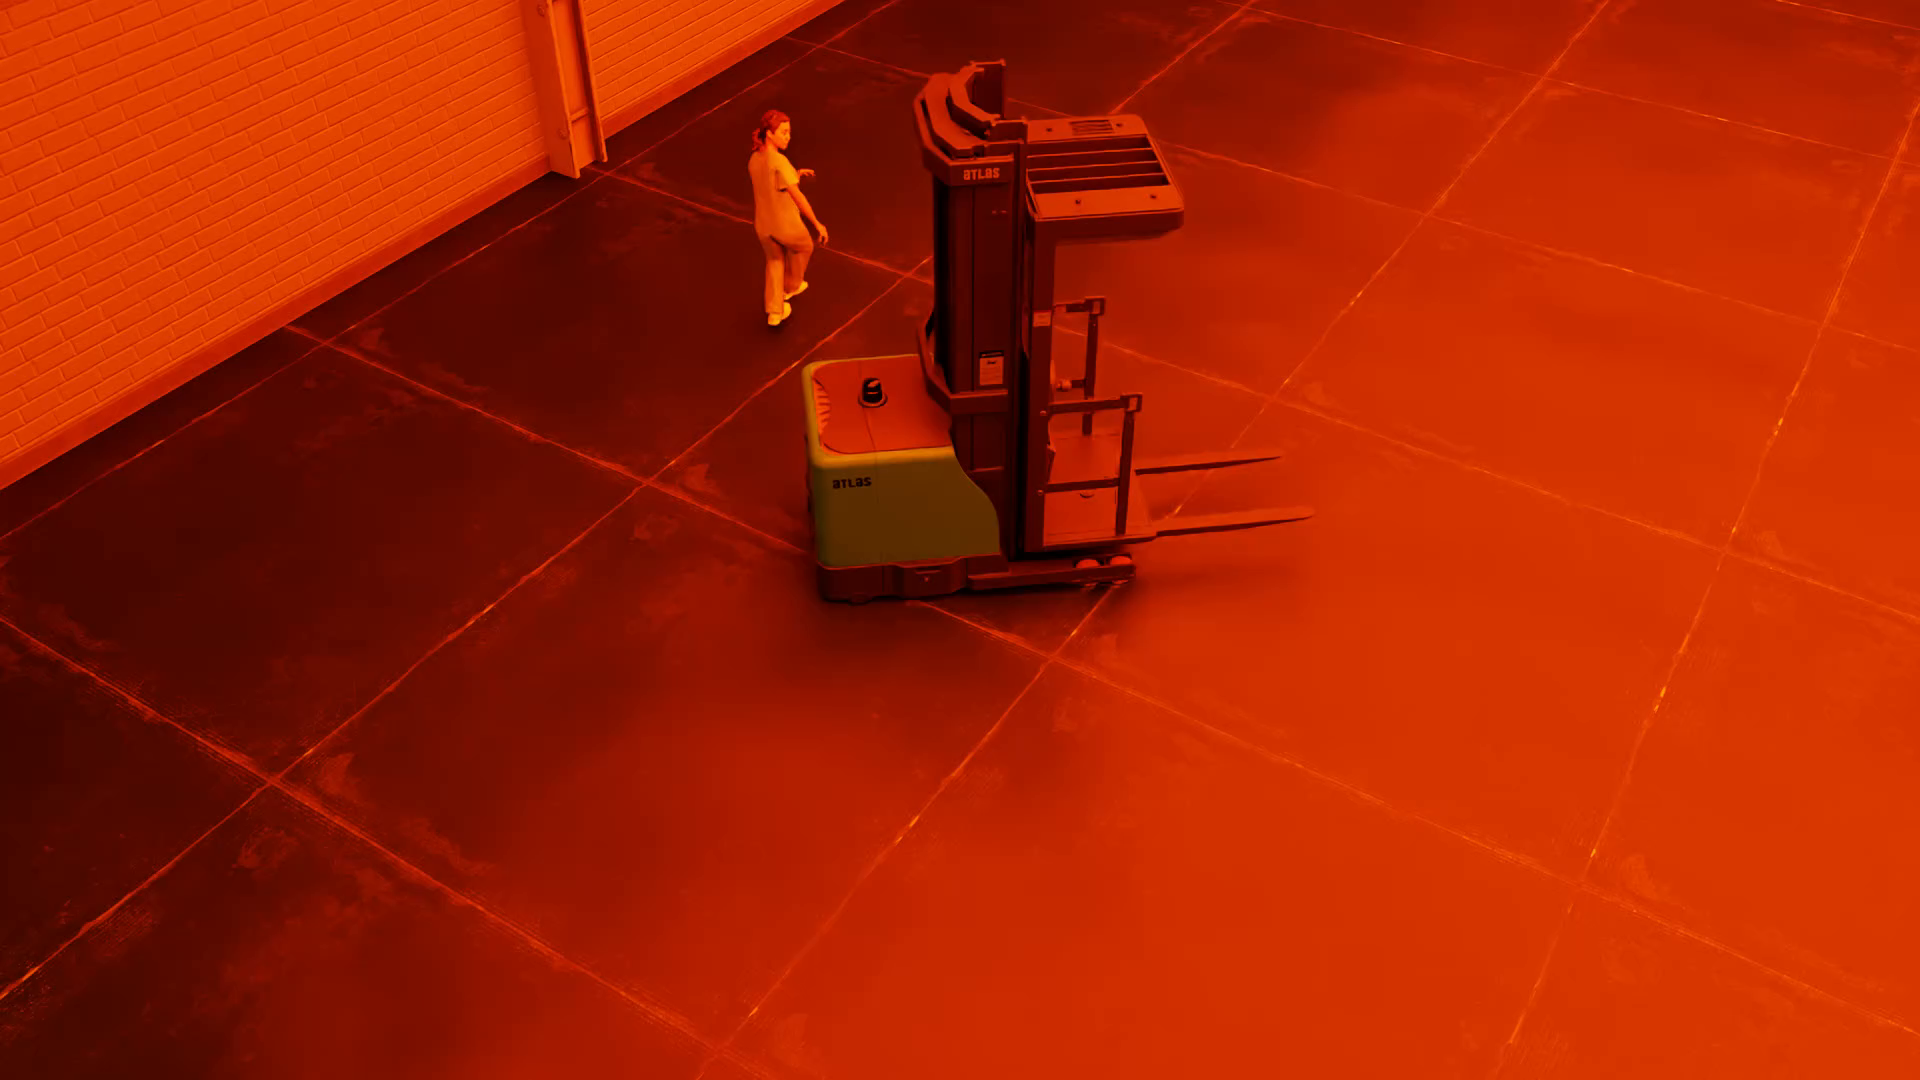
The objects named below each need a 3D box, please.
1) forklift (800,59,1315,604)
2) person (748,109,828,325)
[{"bbox_3d":[0.604,-1.176,9.355,3.031,2.935,1.130,-5,41,-6],"label":"forklift"},{"bbox_3d":[-1.155,-2.272,11.744,0.734,1.549,0.795,19,44,21],"label":"person"}]
